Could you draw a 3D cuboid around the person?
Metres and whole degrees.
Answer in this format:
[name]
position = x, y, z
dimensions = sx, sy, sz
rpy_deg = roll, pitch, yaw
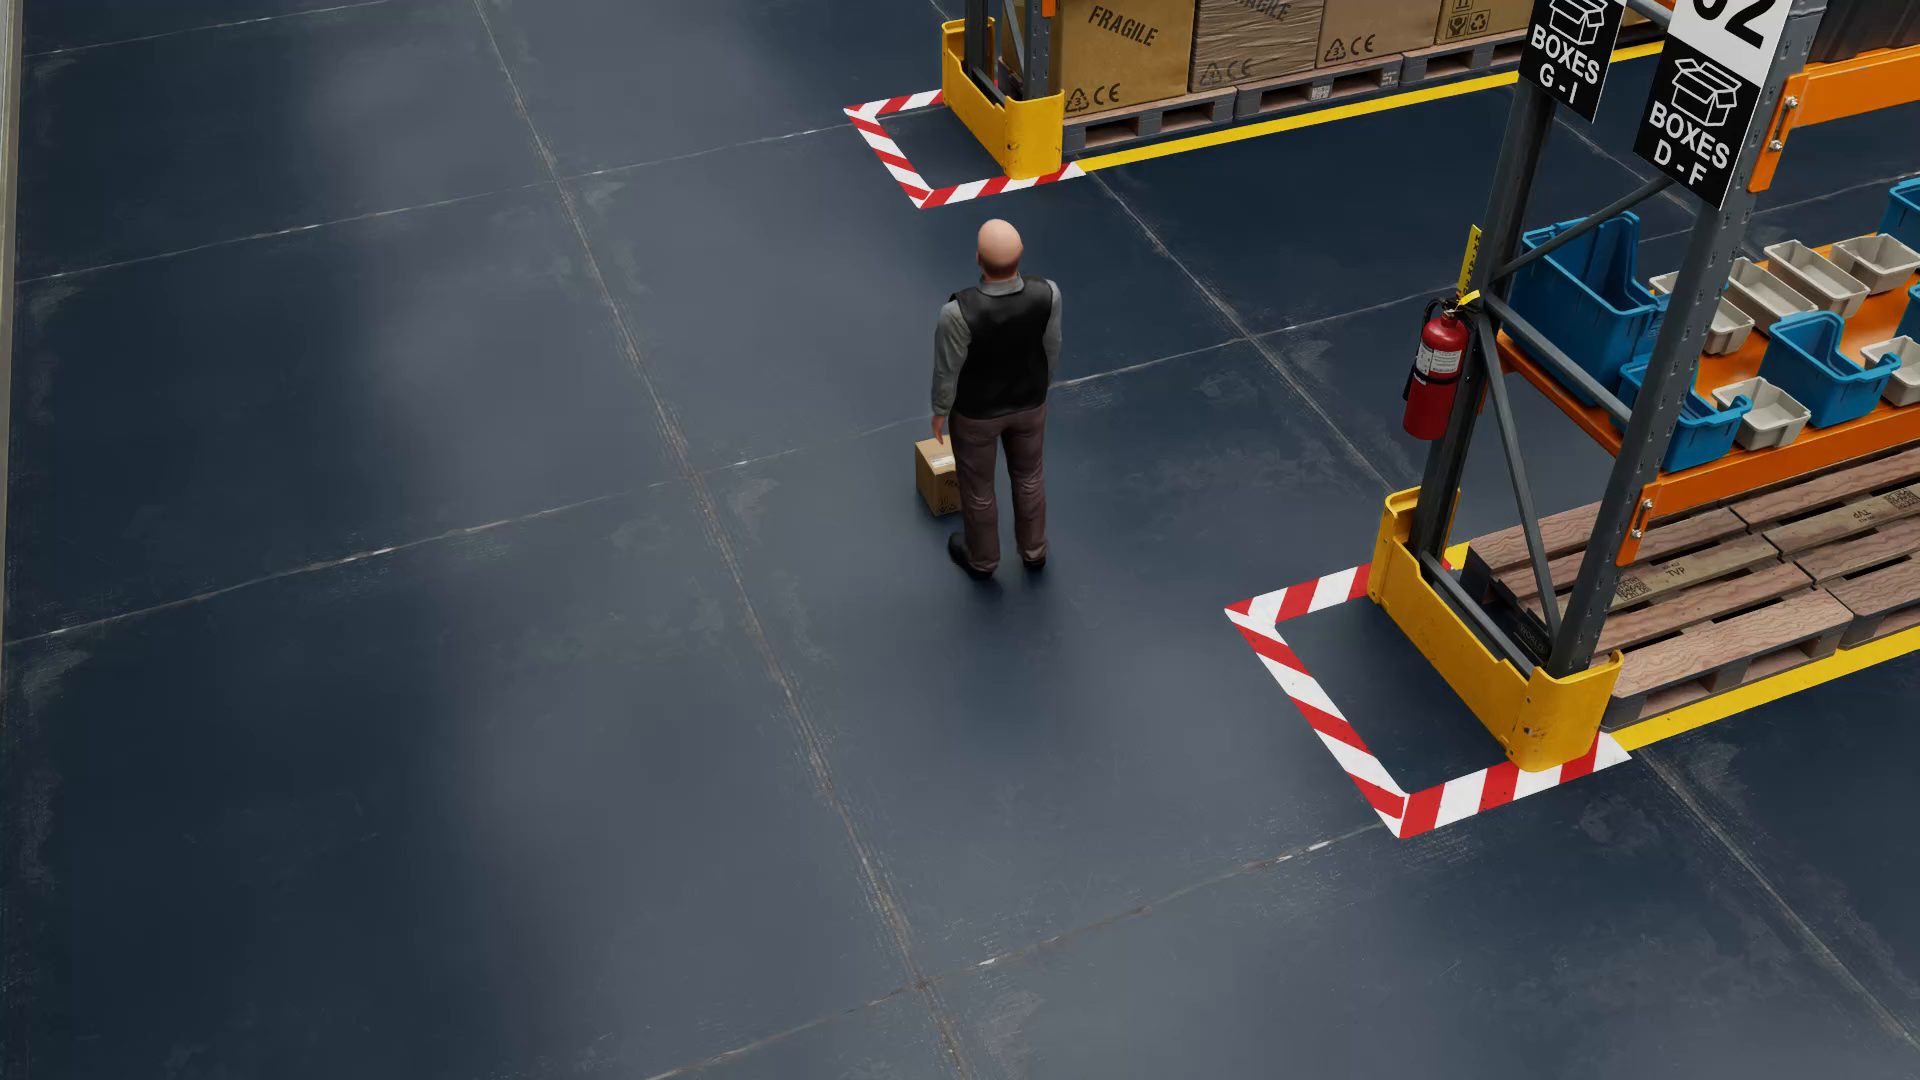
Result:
[person]
position = 0.136, -0.554, 6.809
dimensions = 0.544, 1.740, 0.358
rpy_deg = -15, 44, -17
